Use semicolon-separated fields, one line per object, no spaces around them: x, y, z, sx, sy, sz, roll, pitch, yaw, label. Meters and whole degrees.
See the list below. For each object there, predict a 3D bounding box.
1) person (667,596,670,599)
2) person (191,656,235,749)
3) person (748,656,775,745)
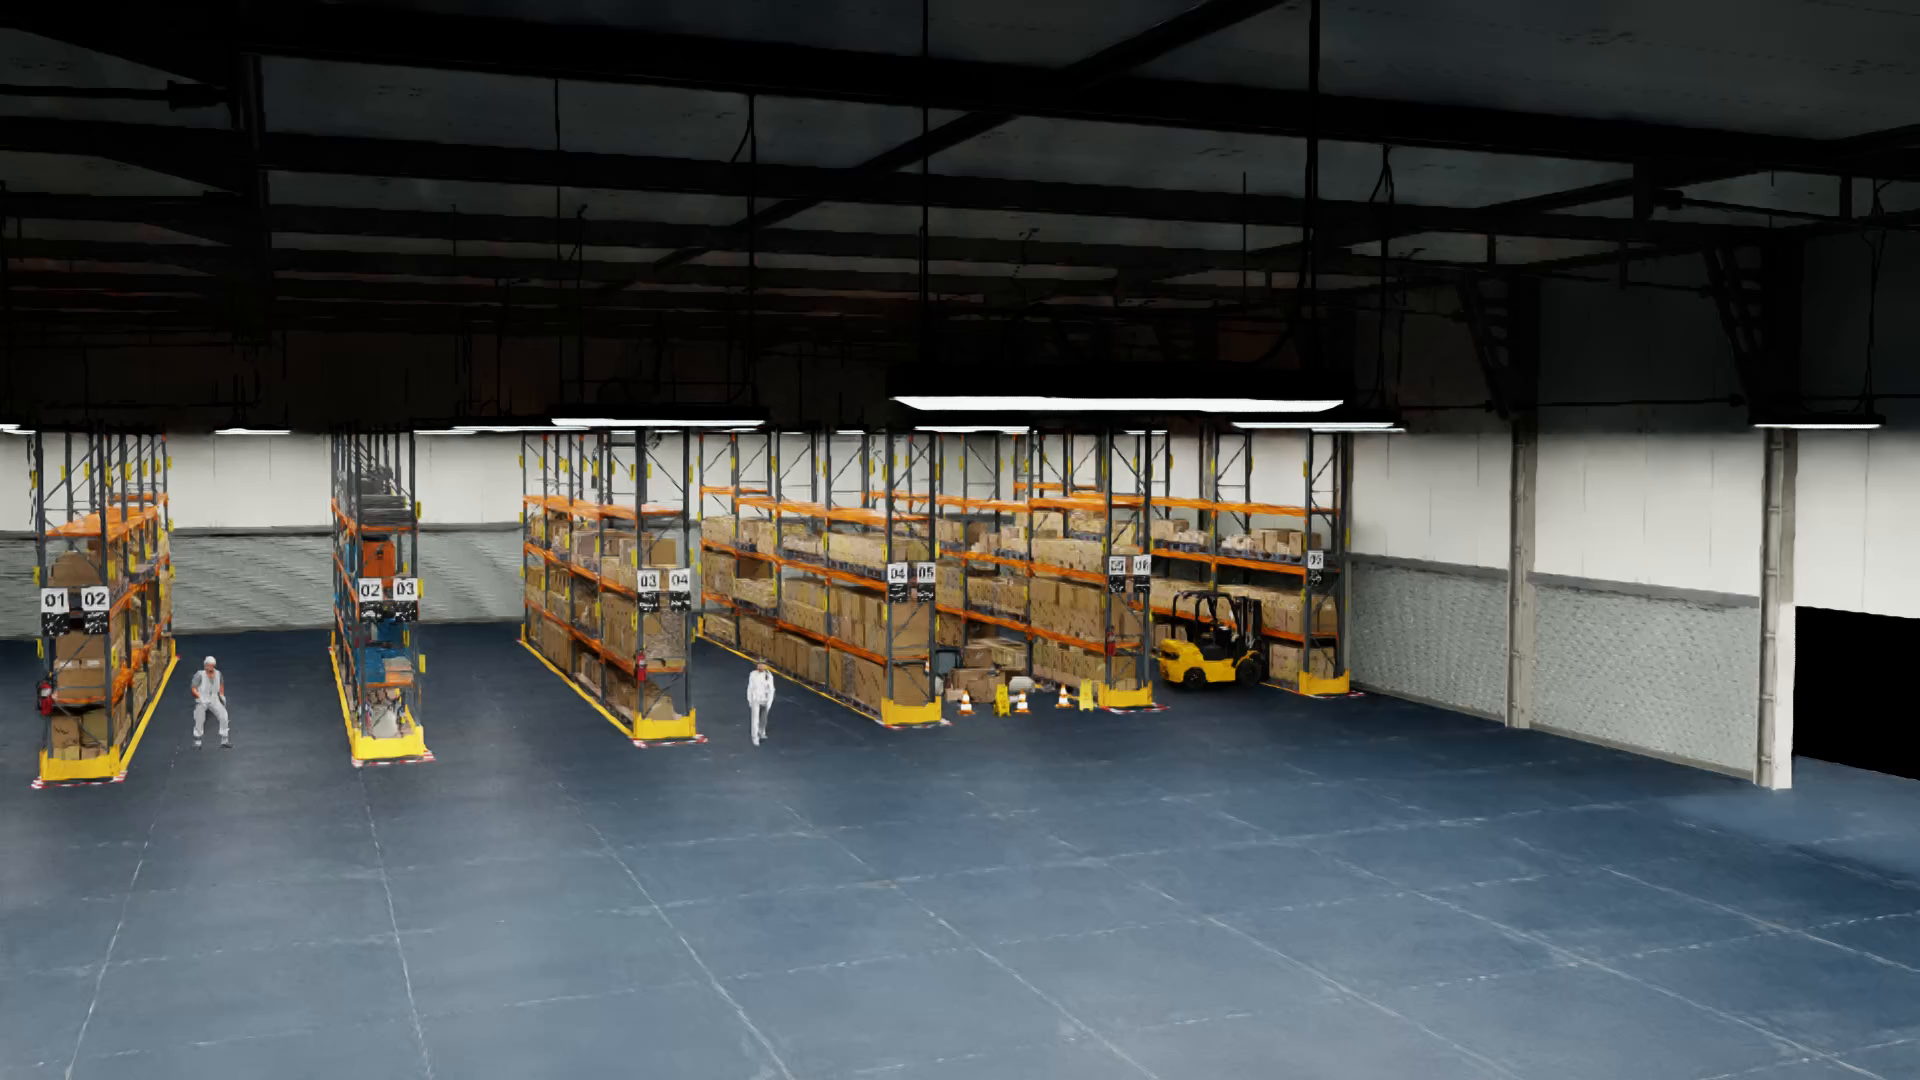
-7.592;2.180;43.720;0.488;1.584;1.089;-2;4;-24;person
-13.687;2.958;30.314;0.673;1.730;0.769;-3;5;-42;person
-3.696;2.957;30.954;0.484;1.620;0.986;-1;4;-13;person
